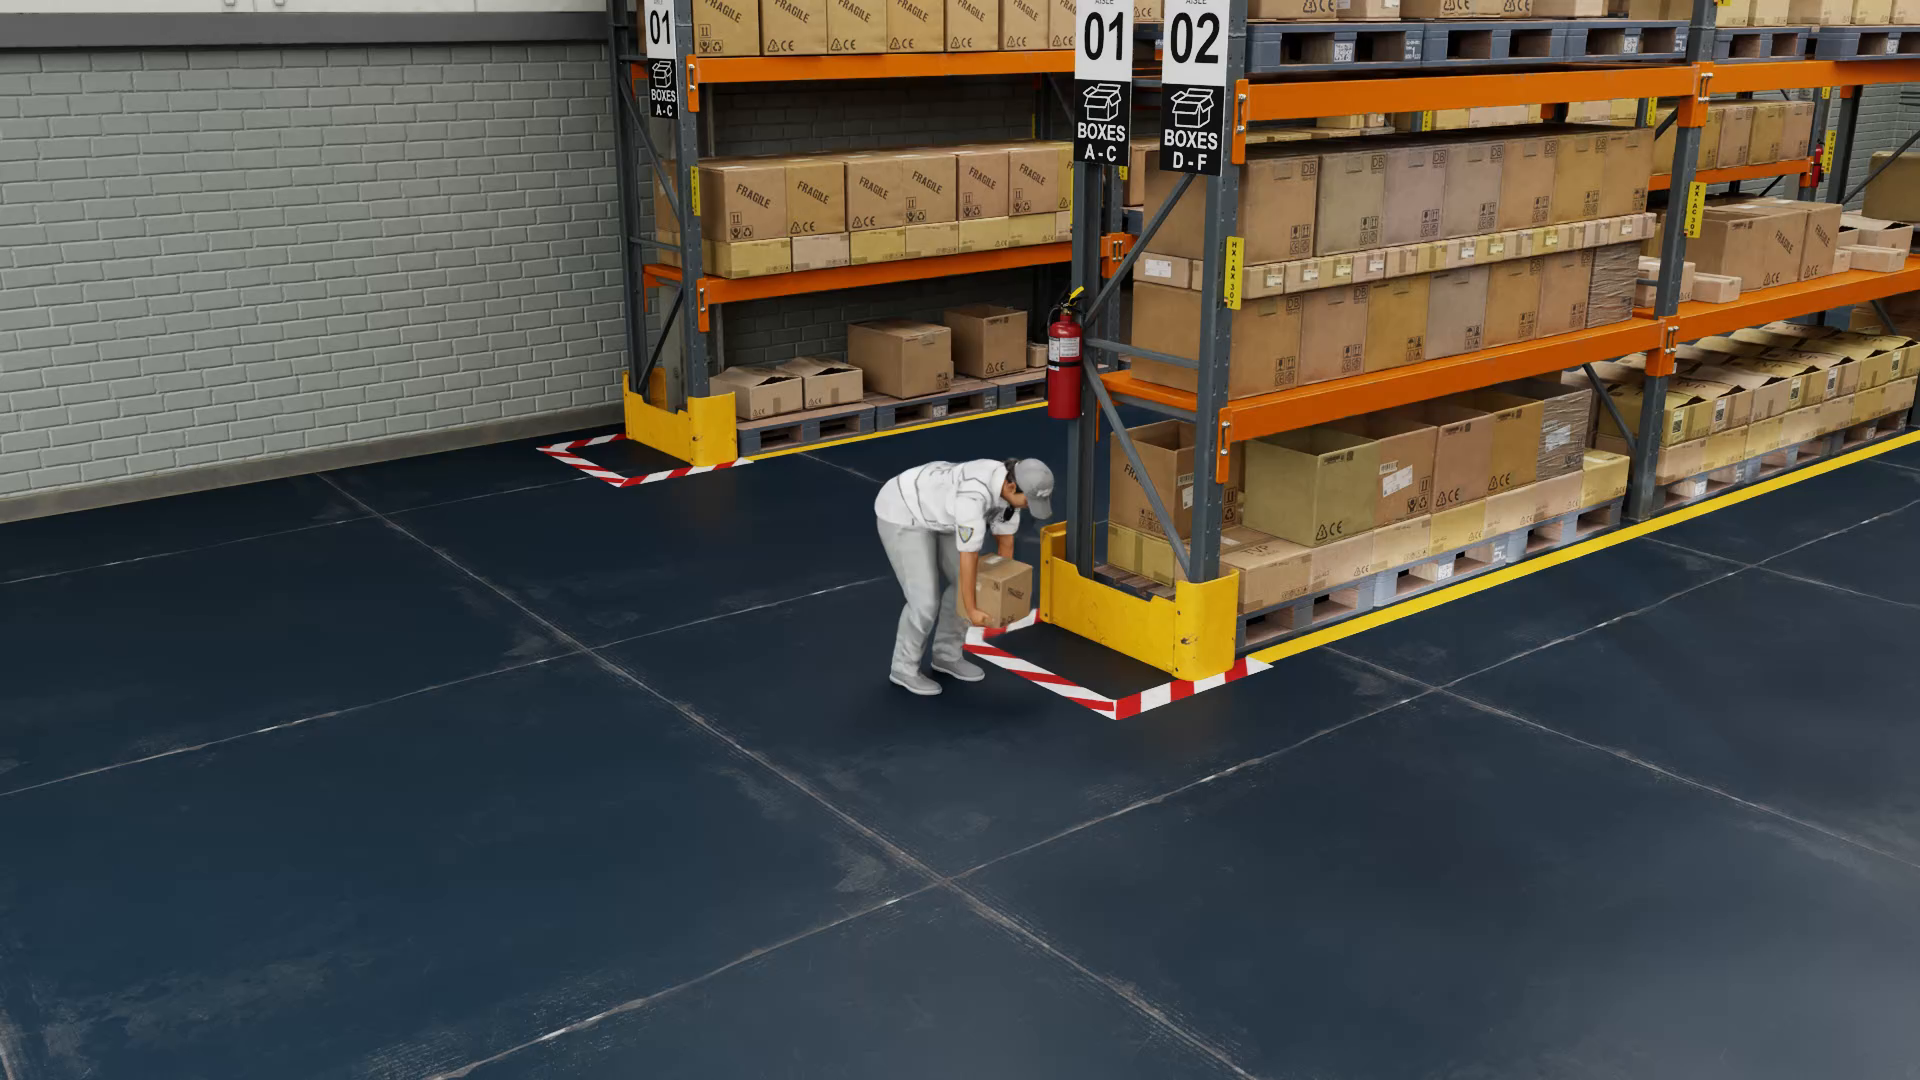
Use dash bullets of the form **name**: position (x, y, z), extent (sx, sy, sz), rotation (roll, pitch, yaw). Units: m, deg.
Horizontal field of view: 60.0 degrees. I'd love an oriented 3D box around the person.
- **person**: position (0.031, 0.148, 7.854), extent (0.921, 1.204, 0.465), rotation (13, 22, 34)
